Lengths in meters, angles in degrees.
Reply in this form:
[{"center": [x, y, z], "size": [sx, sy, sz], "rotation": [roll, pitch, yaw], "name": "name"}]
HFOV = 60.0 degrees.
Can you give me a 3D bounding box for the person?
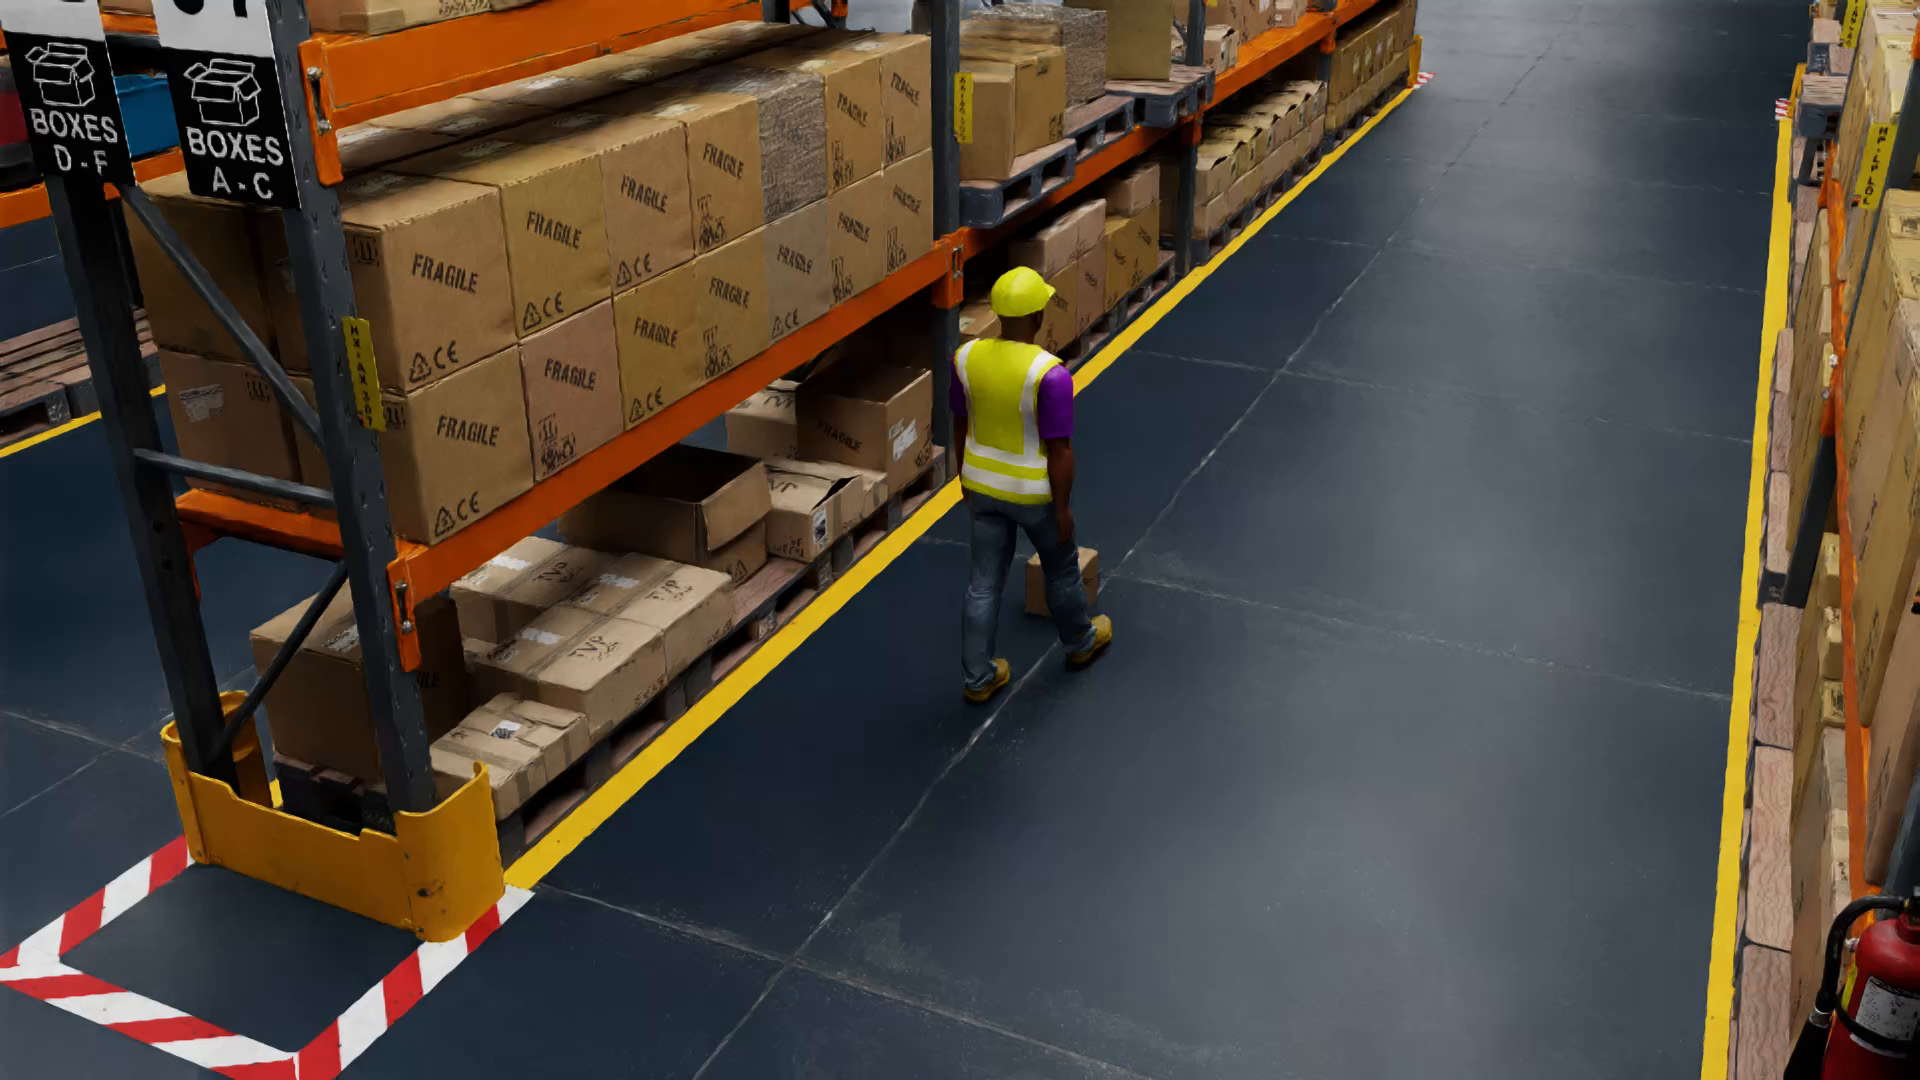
[{"center": [0.278, -0.260, 6.602], "size": [0.568, 1.746, 0.789], "rotation": [14, 29, 27], "name": "person"}]
